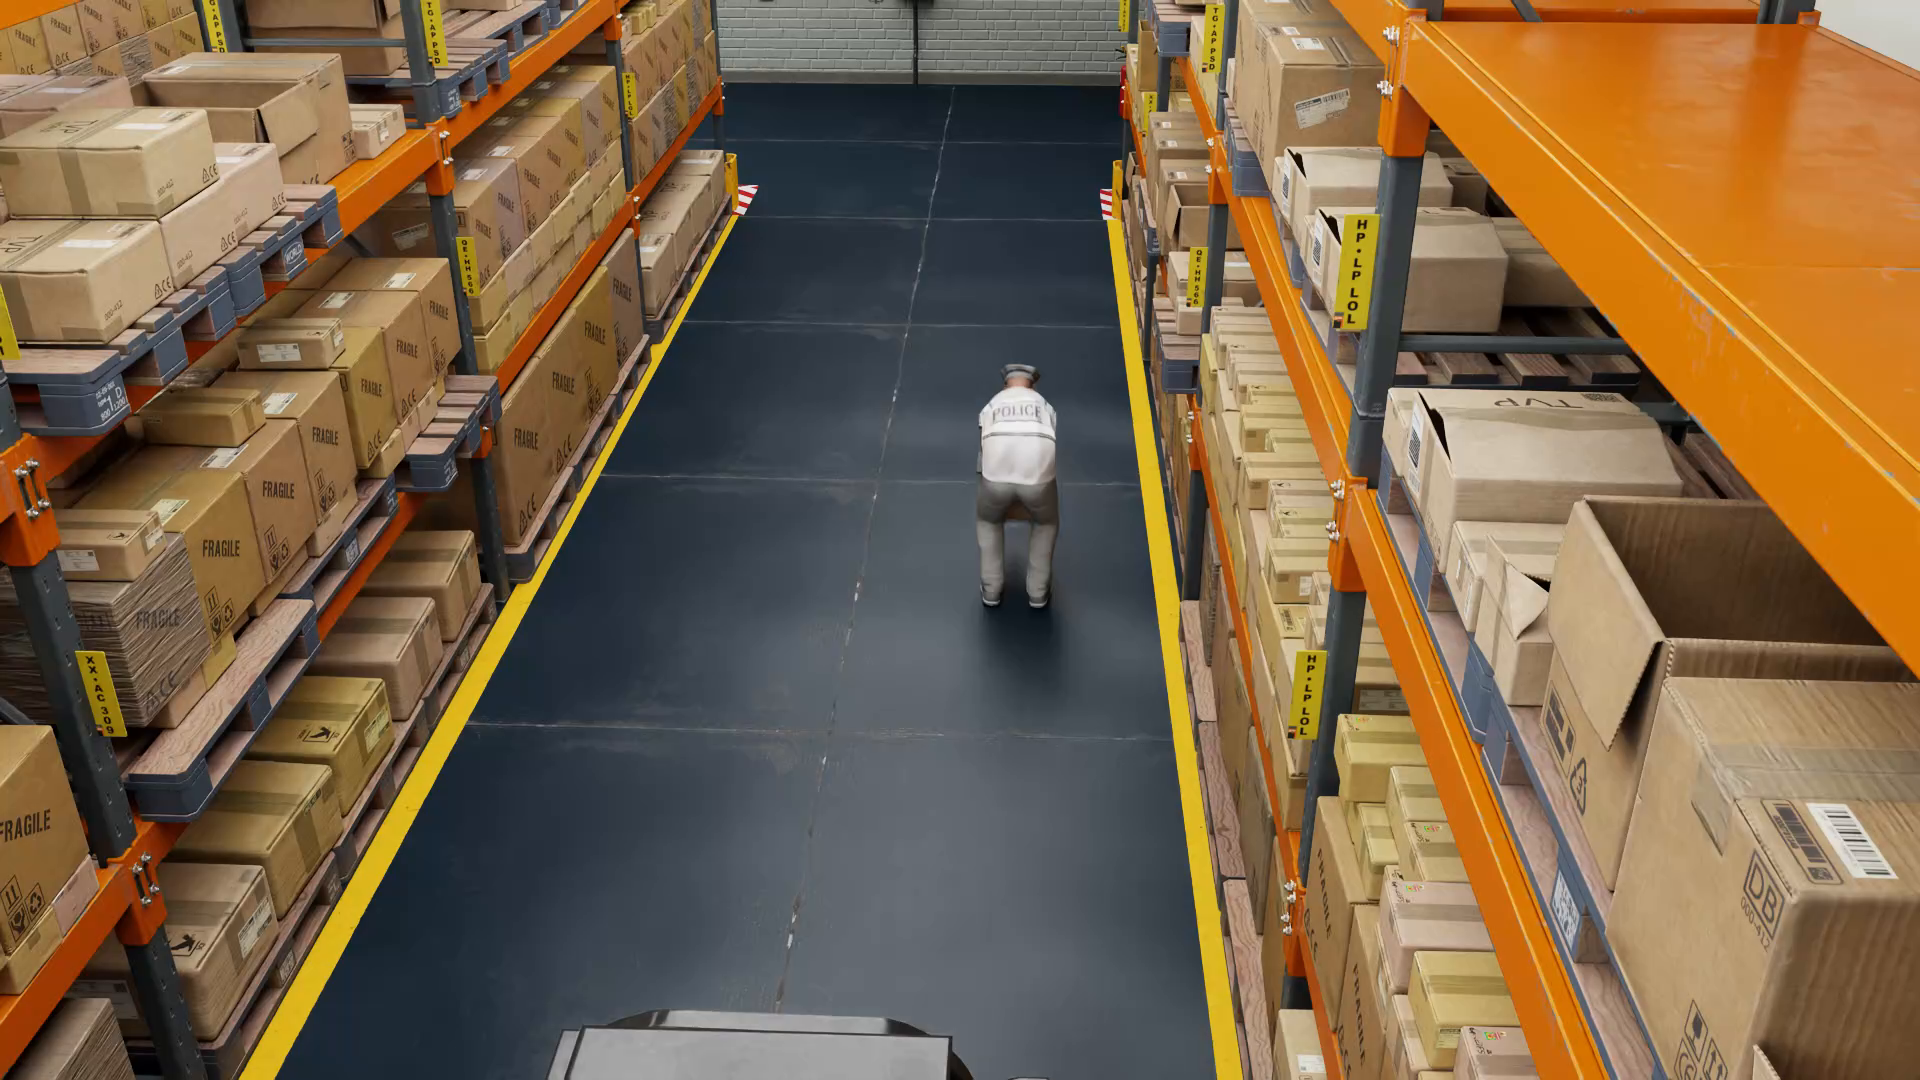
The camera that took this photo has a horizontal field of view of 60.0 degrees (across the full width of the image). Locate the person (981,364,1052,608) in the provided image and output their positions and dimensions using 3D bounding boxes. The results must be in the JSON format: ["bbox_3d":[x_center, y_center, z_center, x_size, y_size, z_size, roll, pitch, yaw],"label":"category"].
[{"bbox_3d":[0.352,-0.348,9.827,0.425,1.242,0.914,2,28,4],"label":"person"}]
